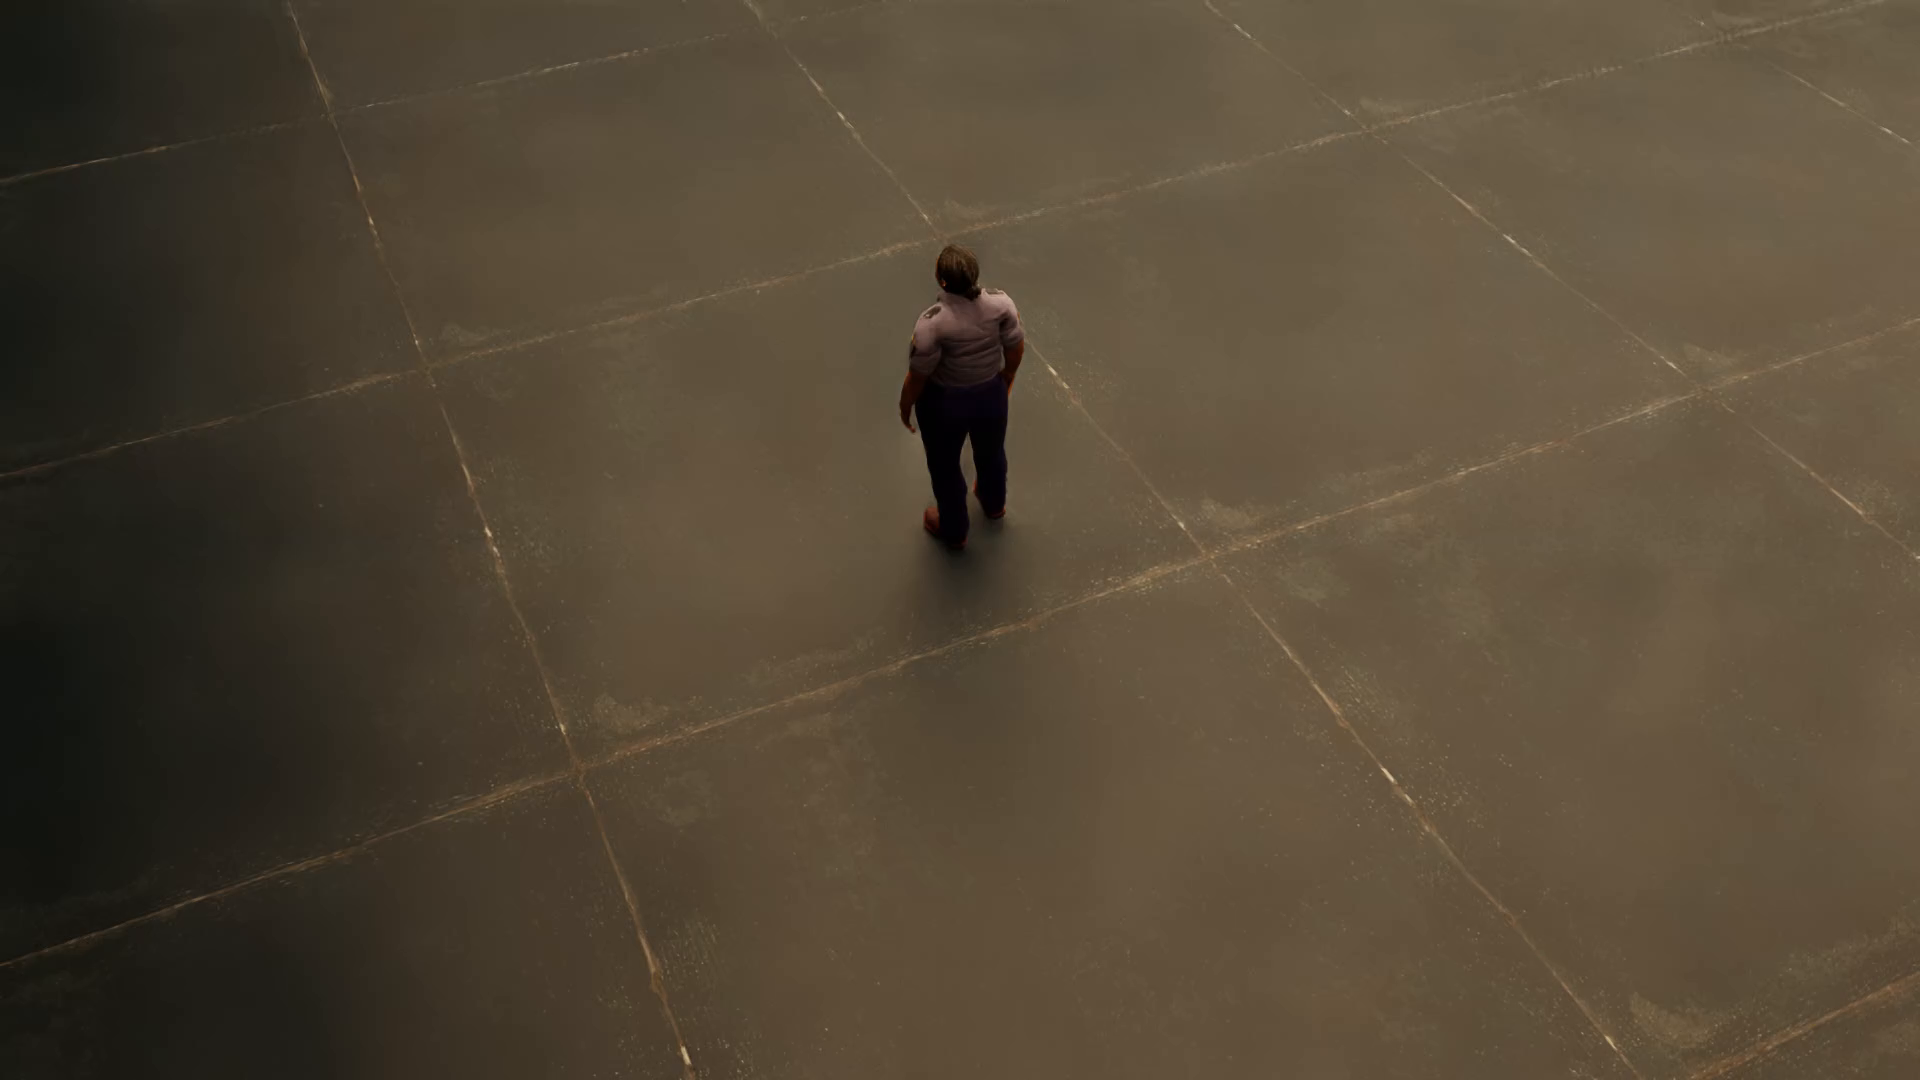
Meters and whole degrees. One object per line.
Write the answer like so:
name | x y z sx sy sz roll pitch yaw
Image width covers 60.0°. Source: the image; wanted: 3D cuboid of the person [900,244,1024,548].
person | -0.017 -0.670 7.328 0.599 1.650 0.502 -18 46 -18
